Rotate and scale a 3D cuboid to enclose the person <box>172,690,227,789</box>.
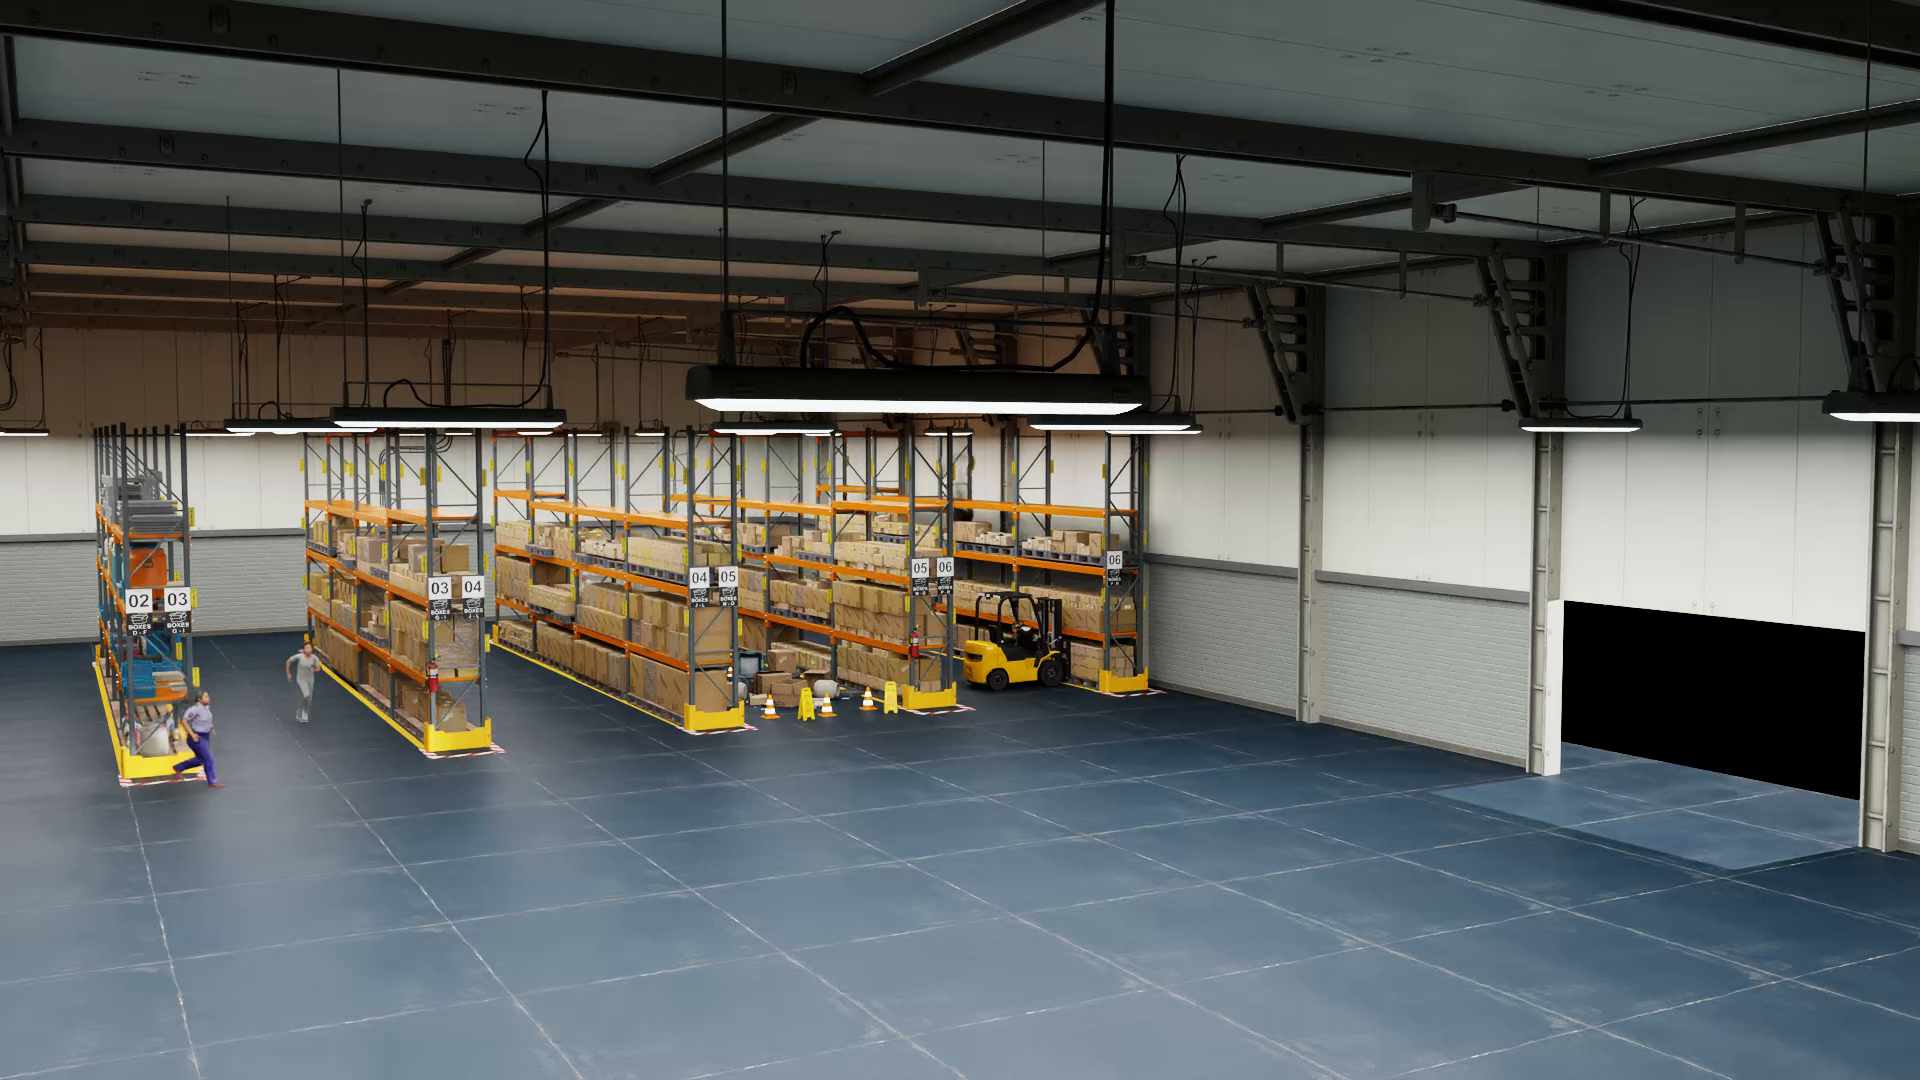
[{"bbox_3d":[-12.485,3.276,27.225,0.853,1.642,0.630,0,3,-3],"label":"person"}]

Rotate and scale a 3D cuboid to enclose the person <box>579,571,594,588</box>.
[{"bbox_3d":[-11.237,1.833,49.764,0.640,1.808,0.720,3,5,44],"label":"person"}]

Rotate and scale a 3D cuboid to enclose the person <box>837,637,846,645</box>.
[{"bbox_3d":[-3.031,2.308,43.554,0.548,1.571,0.737,-2,4,-35],"label":"person"}]

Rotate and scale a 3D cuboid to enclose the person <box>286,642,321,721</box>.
[{"bbox_3d":[-13.191,2.860,33.484,0.597,1.616,0.753,-3,4,-40],"label":"person"}]
